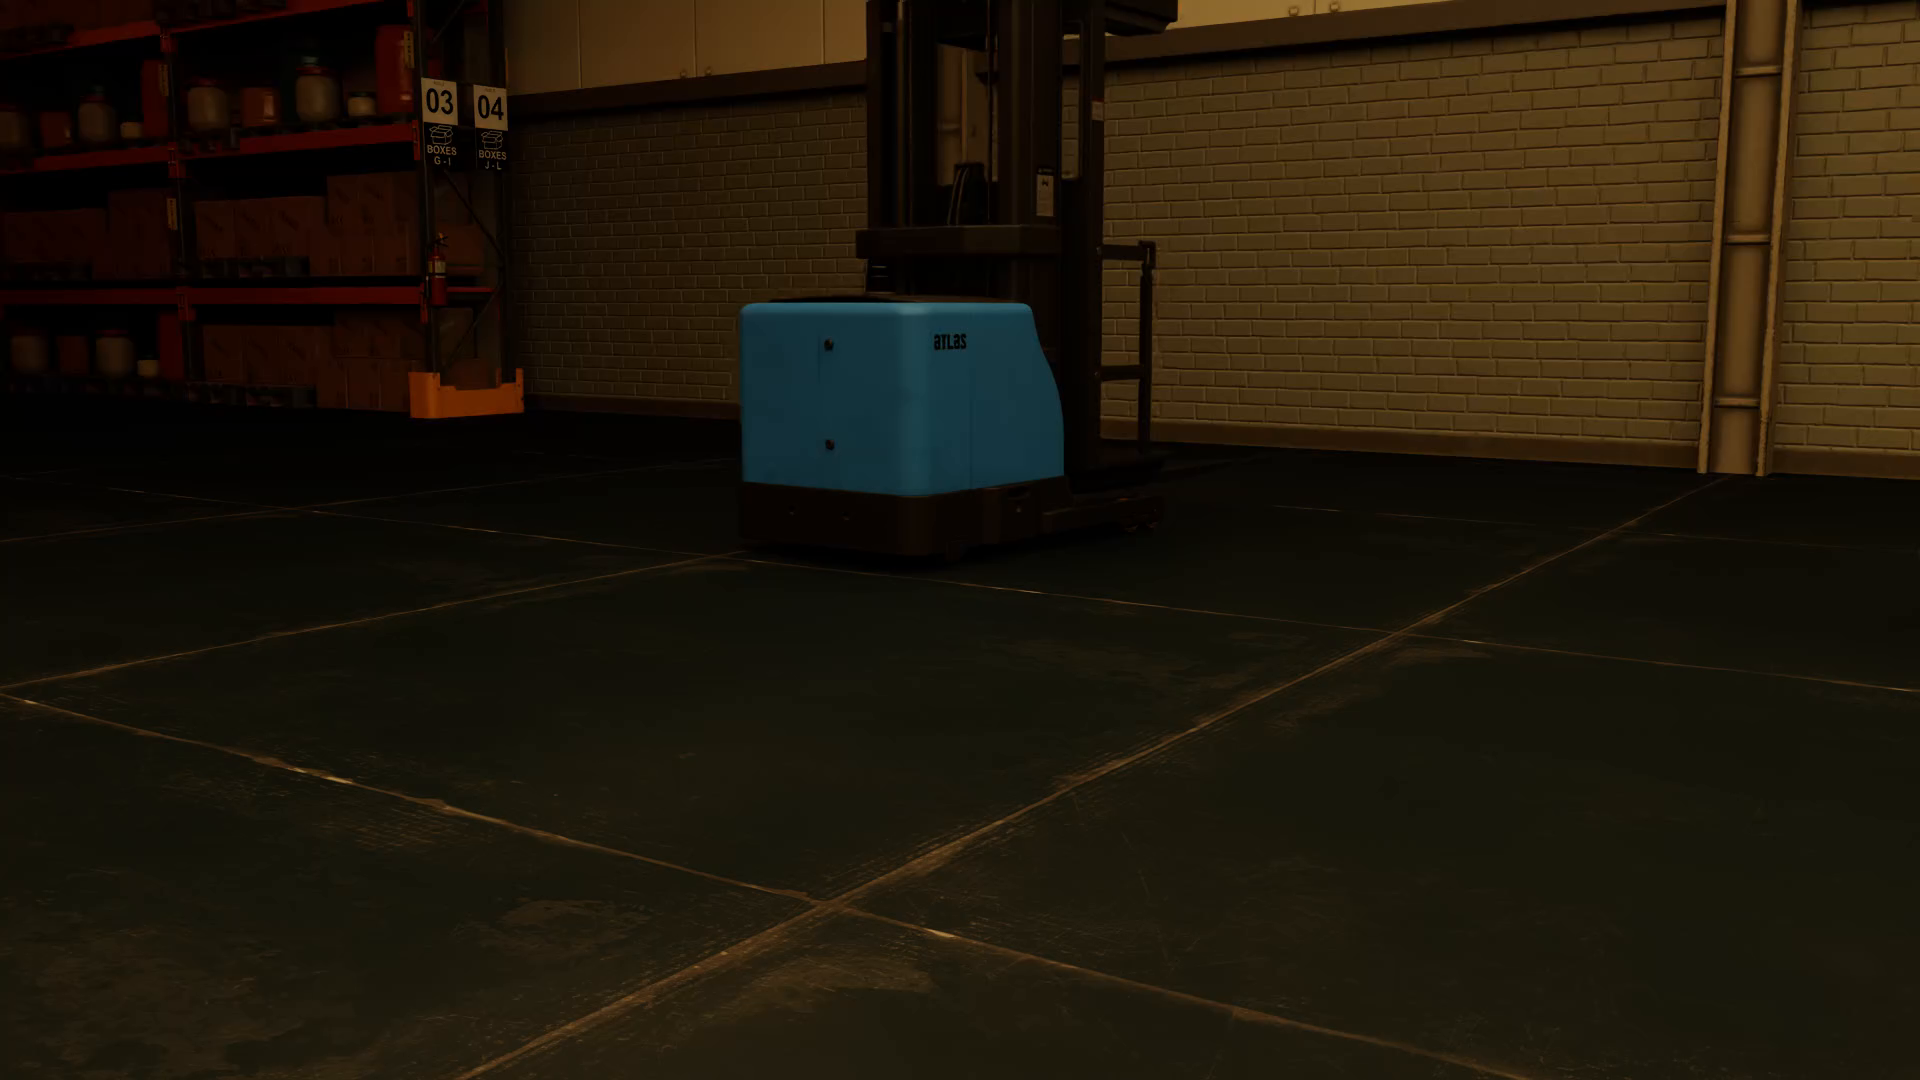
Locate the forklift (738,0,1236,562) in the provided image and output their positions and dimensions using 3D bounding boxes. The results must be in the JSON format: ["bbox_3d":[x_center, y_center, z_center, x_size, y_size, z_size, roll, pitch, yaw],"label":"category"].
[{"bbox_3d":[0.329,-1.523,7.906,1.130,2.935,3.031,6,10,37],"label":"forklift"}]
